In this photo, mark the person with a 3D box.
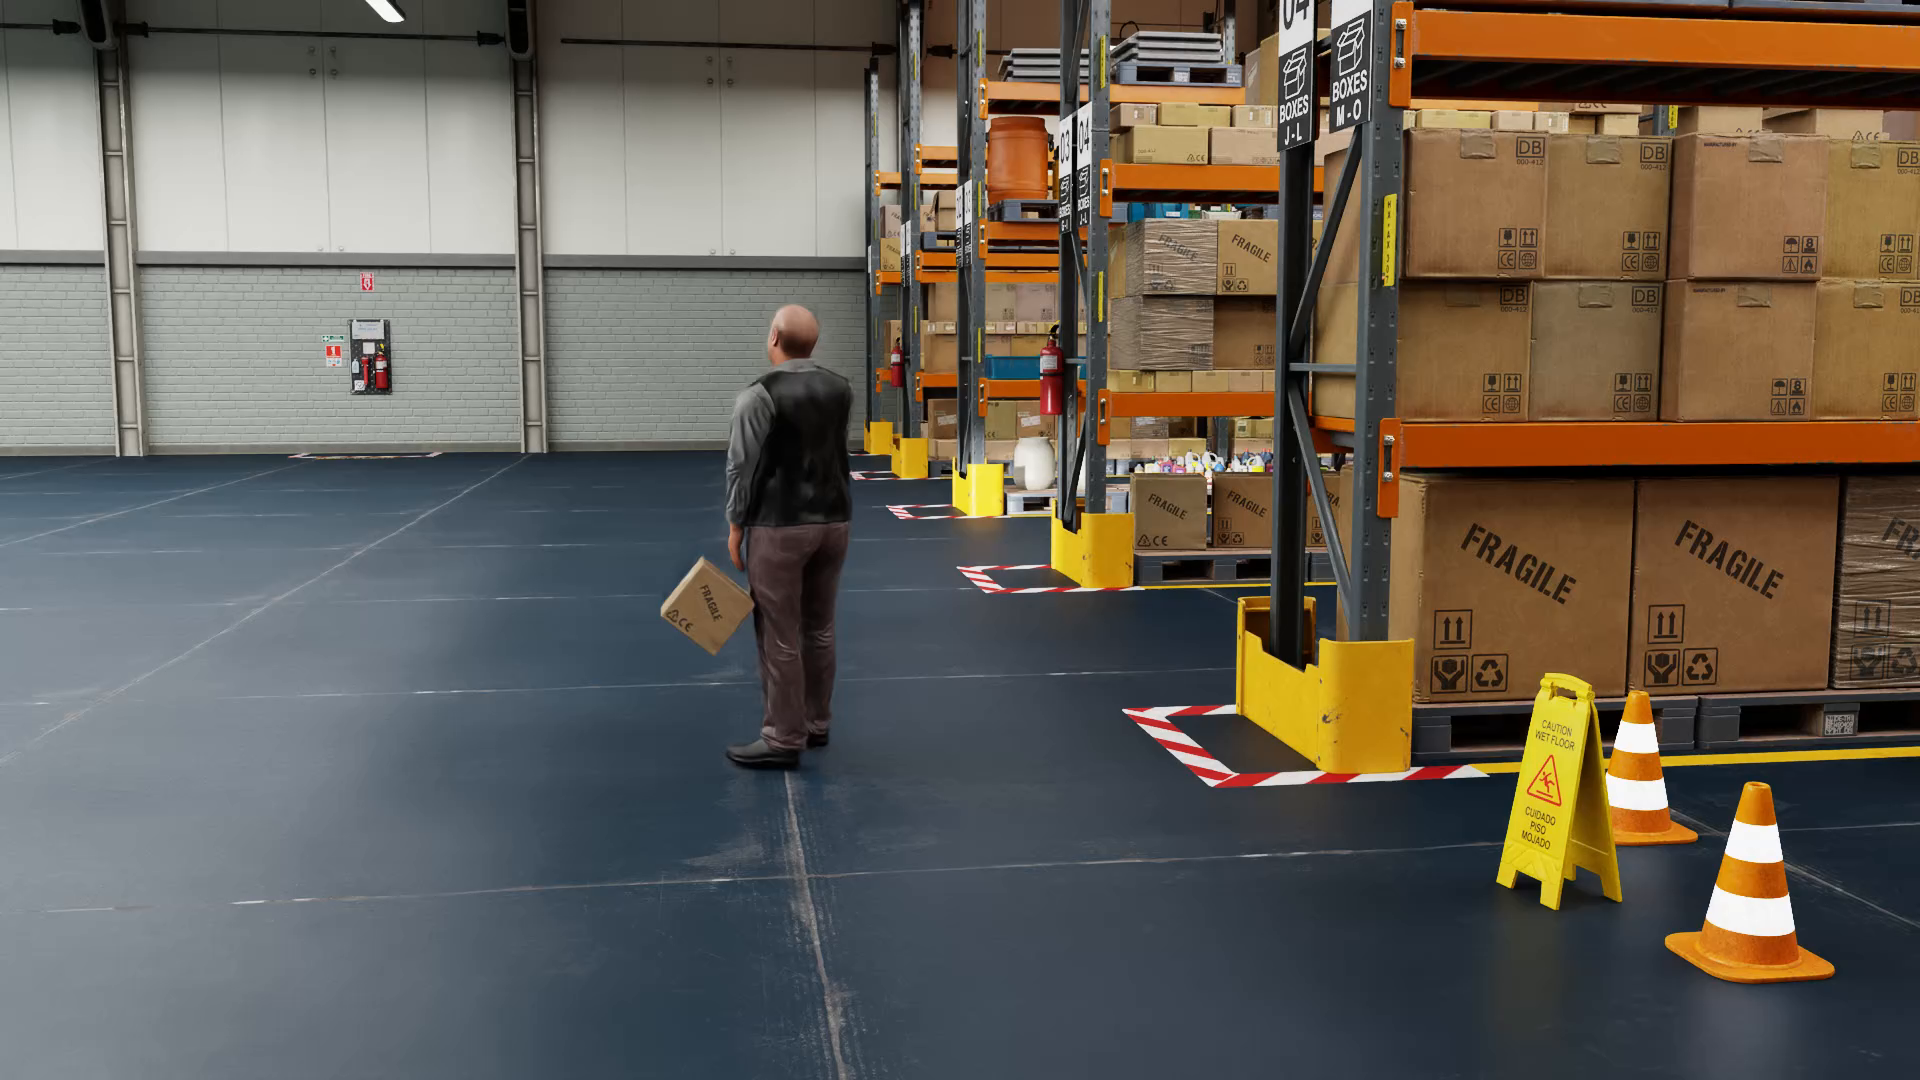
[{"bbox_3d":[-0.691,-0.028,6.389,0.543,1.728,0.512,-6,9,-41],"label":"person"}]
